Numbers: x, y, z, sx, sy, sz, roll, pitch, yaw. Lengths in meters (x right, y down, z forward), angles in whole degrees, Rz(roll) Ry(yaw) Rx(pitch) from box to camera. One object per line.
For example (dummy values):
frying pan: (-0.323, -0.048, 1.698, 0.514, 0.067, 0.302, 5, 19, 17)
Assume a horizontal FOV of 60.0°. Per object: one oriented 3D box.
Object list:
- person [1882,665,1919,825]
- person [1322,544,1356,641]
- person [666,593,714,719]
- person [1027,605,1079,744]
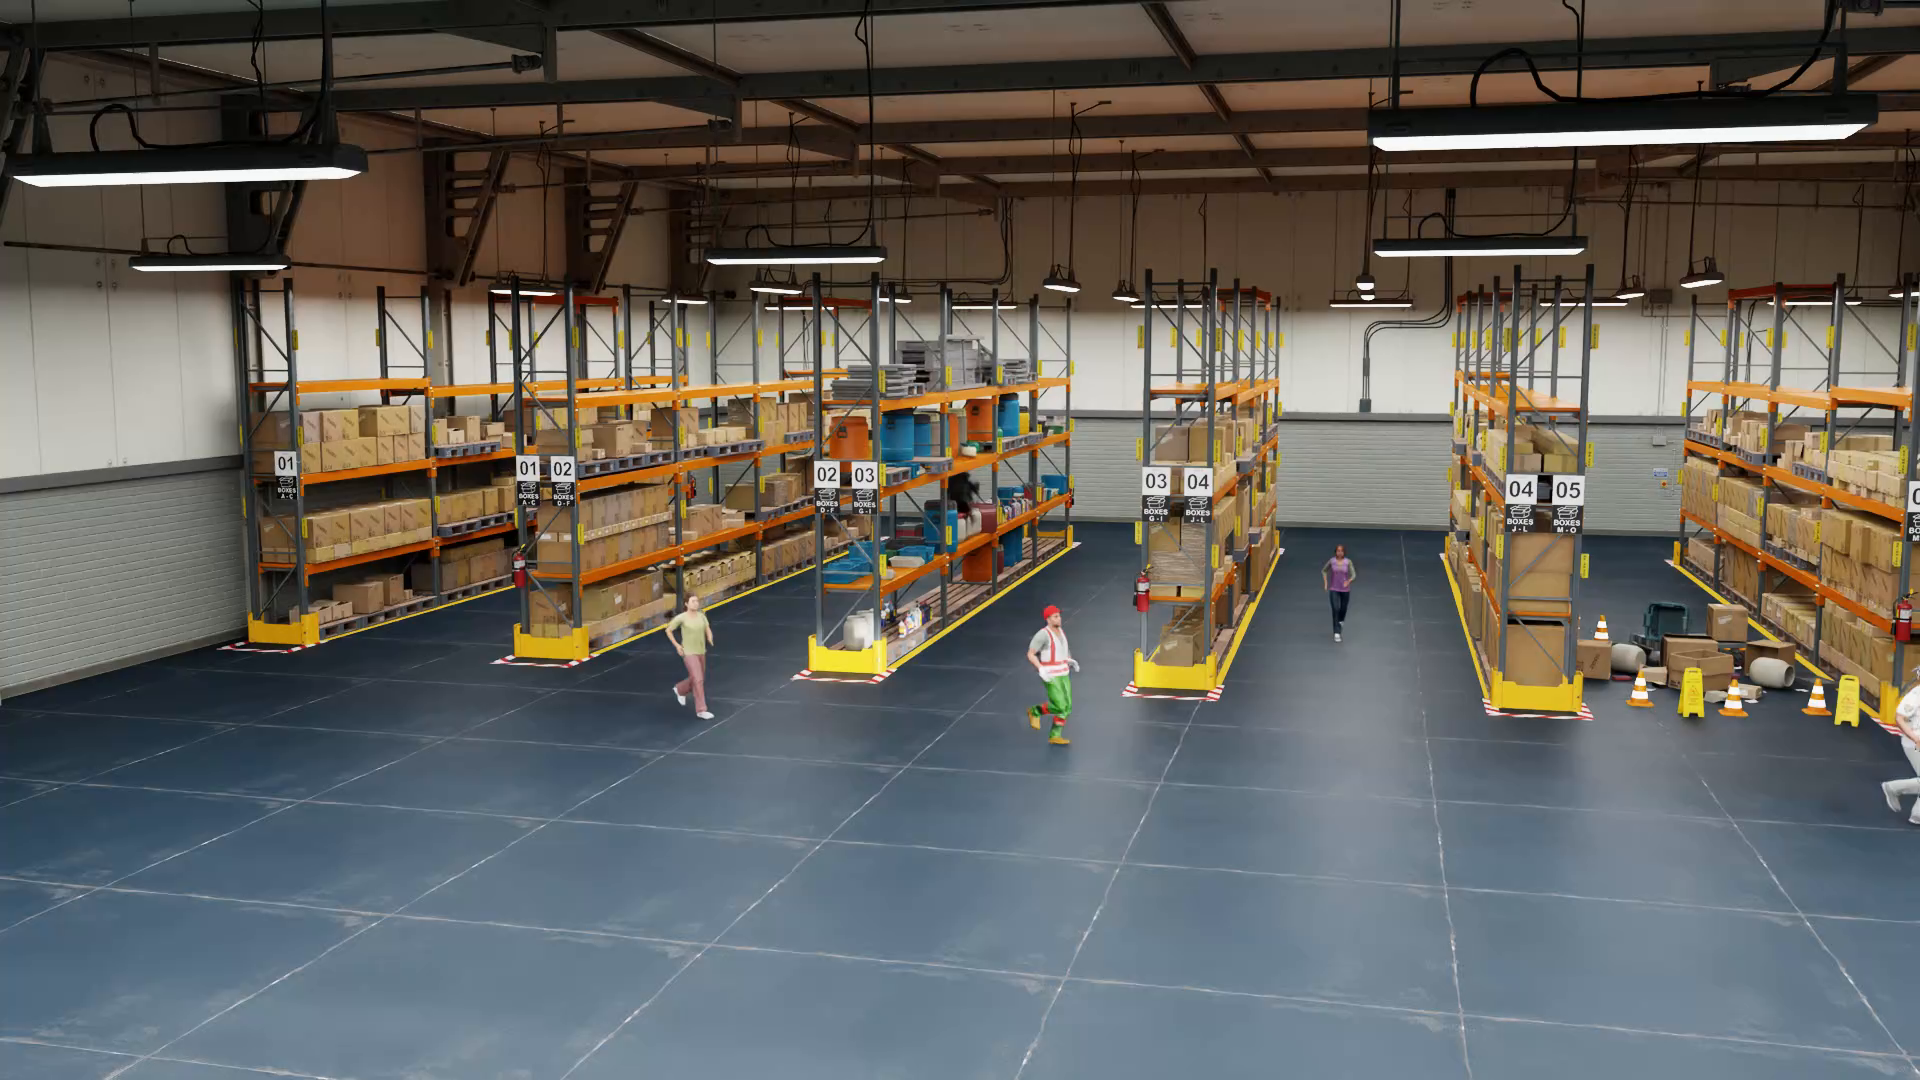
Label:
person: (9.937, 2.101, 17.153, 0.665, 1.732, 0.577, -5, 8, -35)
person: (6.371, 0.858, 27.982, 0.559, 1.586, 0.855, 1, 7, 10)
person: (-3.585, 1.517, 22.190, 0.906, 1.646, 0.605, 7, 10, 44)
person: (1.153, 1.676, 20.716, 0.592, 1.741, 0.672, 6, 9, 42)
